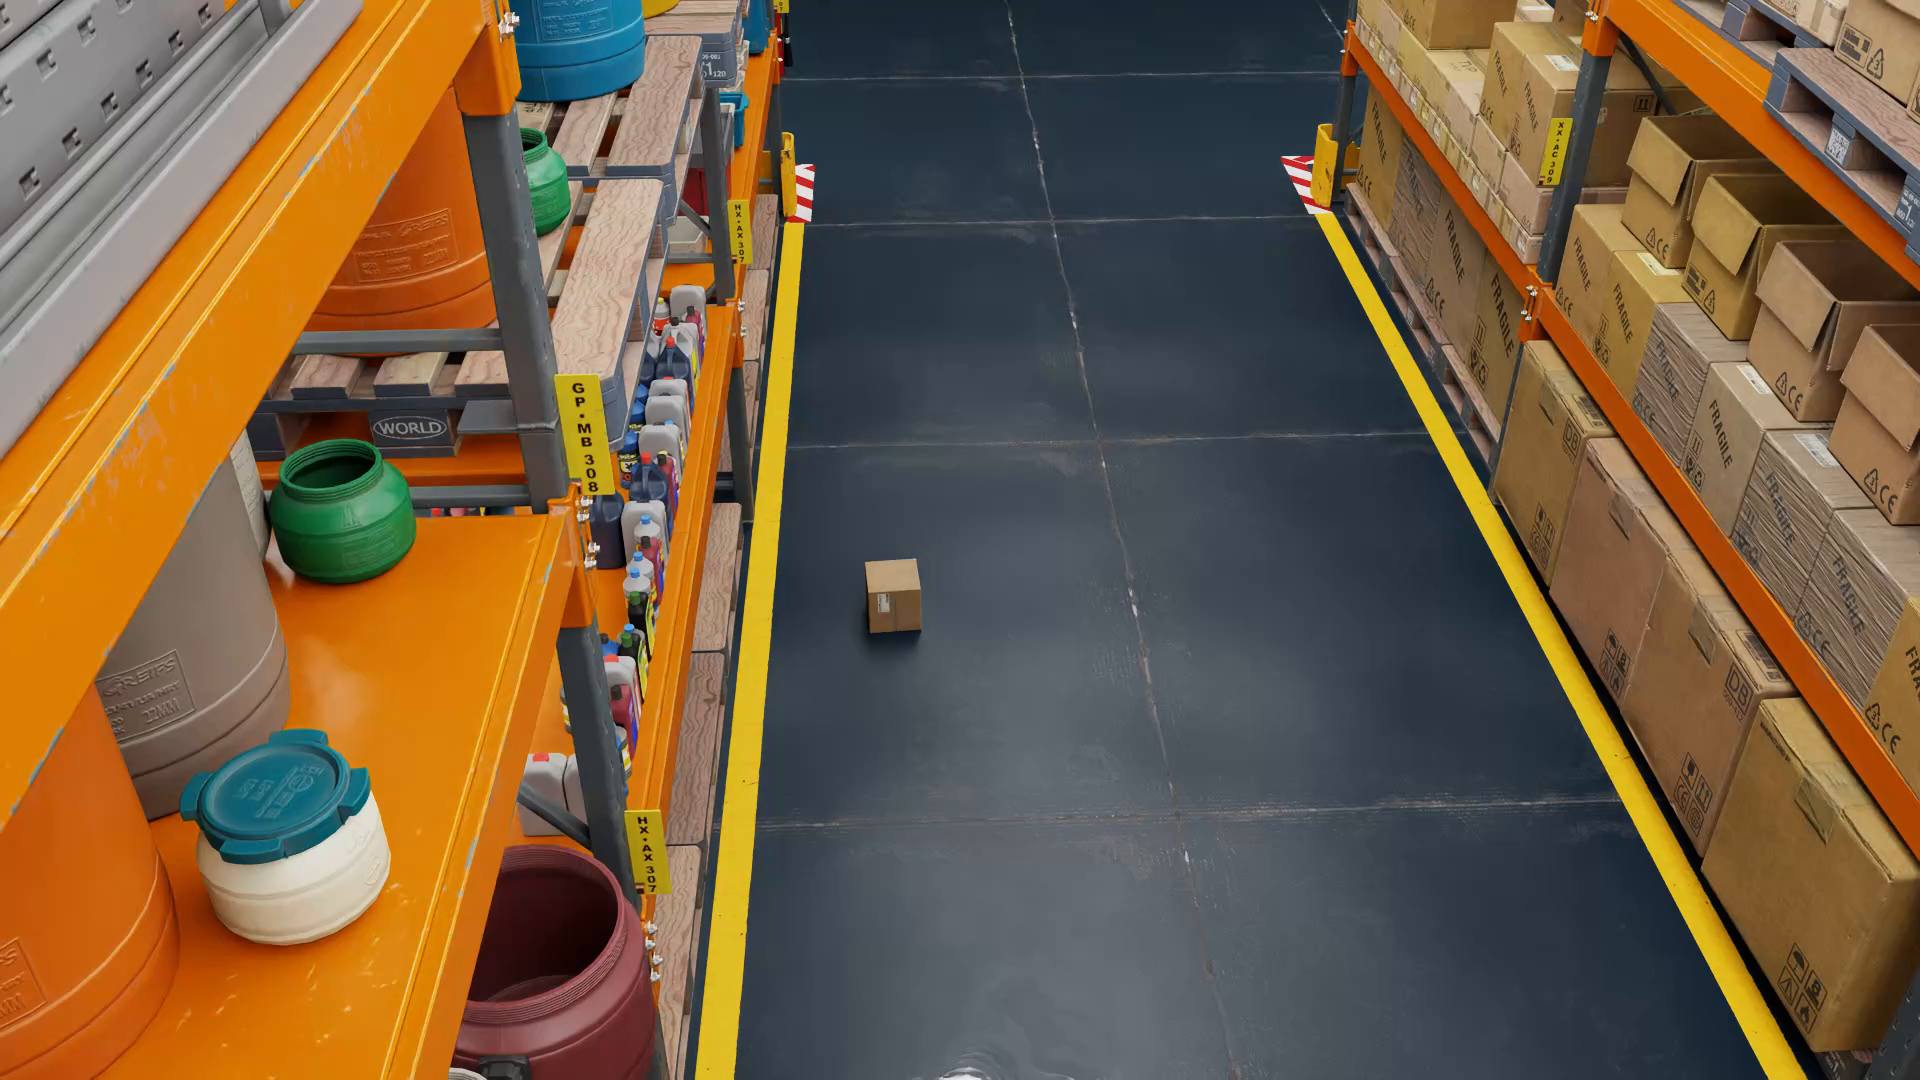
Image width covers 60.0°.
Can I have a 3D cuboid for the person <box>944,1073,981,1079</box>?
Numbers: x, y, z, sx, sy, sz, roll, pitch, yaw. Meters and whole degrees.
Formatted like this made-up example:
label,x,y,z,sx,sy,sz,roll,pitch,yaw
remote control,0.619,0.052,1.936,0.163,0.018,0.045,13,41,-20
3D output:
label,x,y,z,sx,sy,sz,roll,pitch,yaw
person,0.062,1.919,4.368,0.599,1.758,0.640,6,35,8
